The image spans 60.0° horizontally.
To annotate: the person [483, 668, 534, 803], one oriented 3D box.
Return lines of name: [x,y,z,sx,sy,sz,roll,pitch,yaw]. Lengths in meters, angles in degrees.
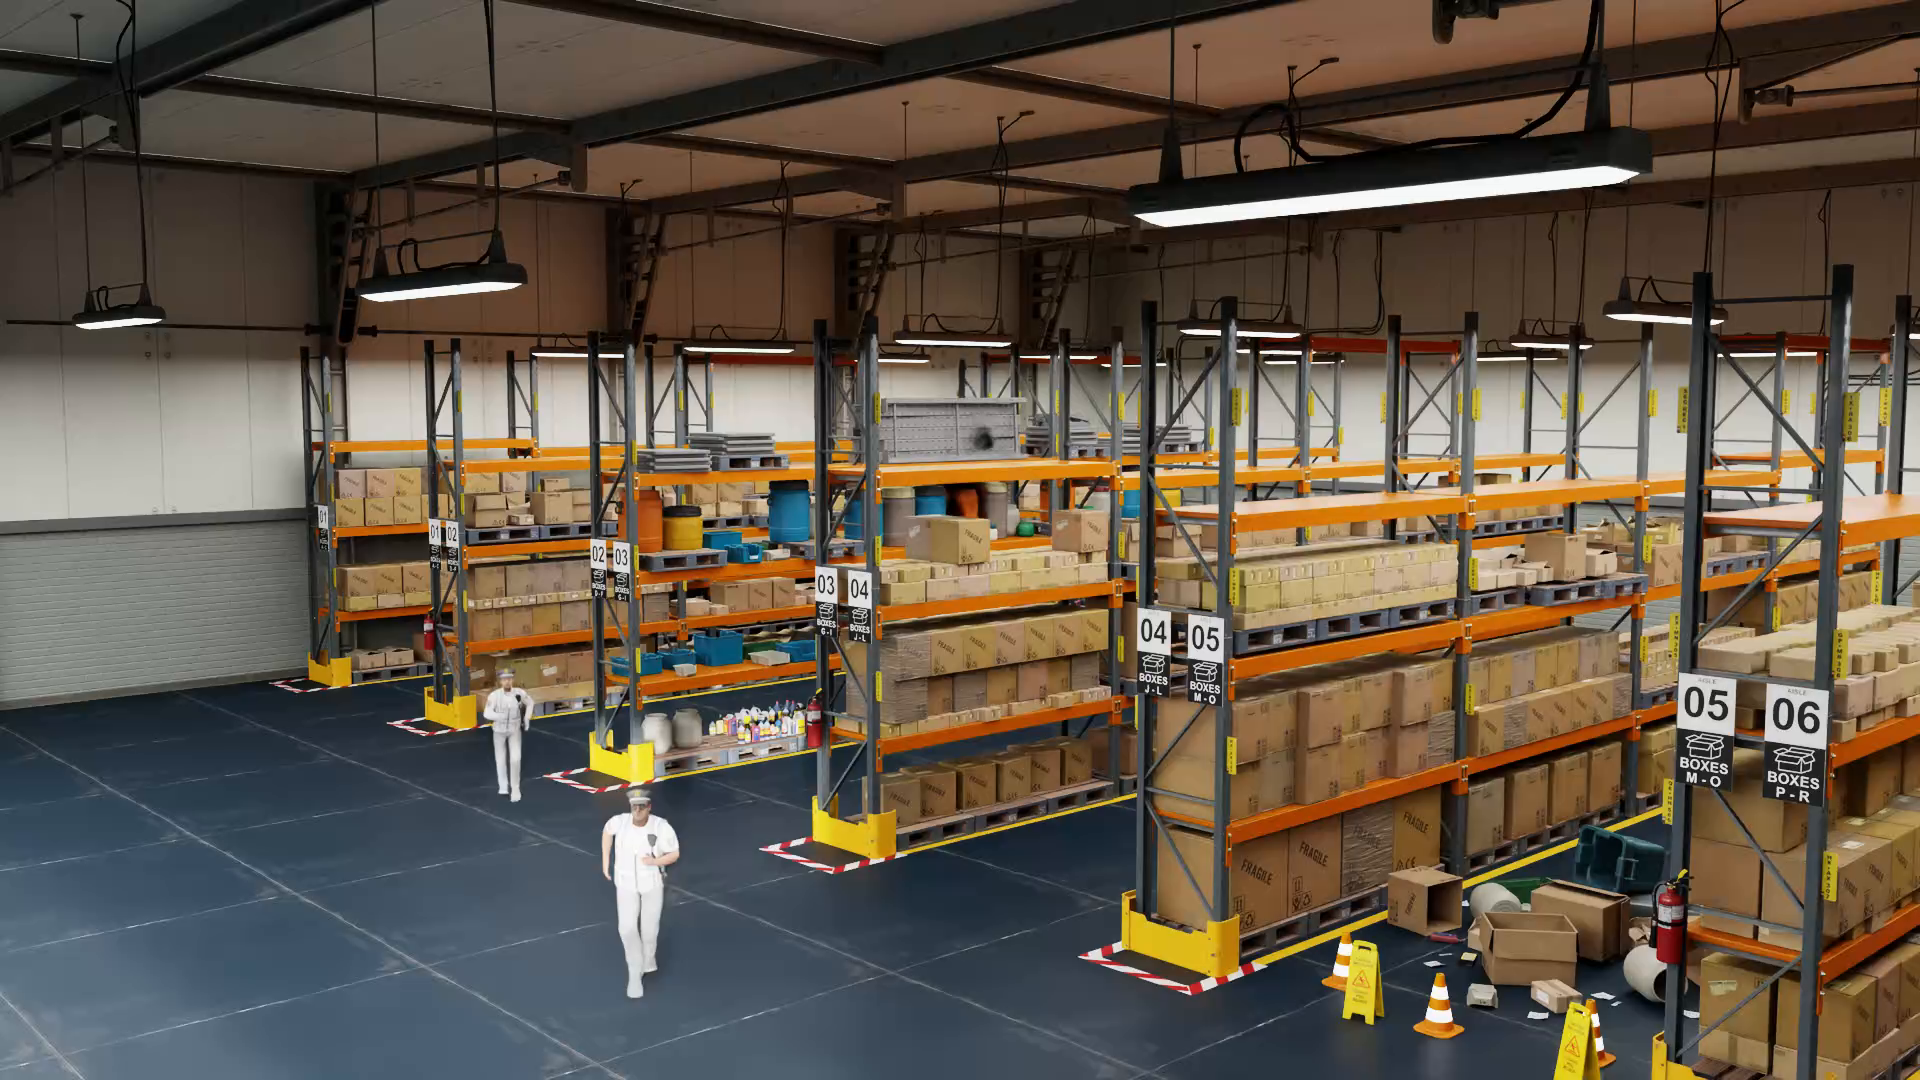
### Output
person: [-5.734,2.464,21.148,0.611,1.706,0.711,-1,5,-13]

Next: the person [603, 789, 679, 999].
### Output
person: [-2.780,3.027,14.490,0.686,1.824,0.875,0,5,-5]
